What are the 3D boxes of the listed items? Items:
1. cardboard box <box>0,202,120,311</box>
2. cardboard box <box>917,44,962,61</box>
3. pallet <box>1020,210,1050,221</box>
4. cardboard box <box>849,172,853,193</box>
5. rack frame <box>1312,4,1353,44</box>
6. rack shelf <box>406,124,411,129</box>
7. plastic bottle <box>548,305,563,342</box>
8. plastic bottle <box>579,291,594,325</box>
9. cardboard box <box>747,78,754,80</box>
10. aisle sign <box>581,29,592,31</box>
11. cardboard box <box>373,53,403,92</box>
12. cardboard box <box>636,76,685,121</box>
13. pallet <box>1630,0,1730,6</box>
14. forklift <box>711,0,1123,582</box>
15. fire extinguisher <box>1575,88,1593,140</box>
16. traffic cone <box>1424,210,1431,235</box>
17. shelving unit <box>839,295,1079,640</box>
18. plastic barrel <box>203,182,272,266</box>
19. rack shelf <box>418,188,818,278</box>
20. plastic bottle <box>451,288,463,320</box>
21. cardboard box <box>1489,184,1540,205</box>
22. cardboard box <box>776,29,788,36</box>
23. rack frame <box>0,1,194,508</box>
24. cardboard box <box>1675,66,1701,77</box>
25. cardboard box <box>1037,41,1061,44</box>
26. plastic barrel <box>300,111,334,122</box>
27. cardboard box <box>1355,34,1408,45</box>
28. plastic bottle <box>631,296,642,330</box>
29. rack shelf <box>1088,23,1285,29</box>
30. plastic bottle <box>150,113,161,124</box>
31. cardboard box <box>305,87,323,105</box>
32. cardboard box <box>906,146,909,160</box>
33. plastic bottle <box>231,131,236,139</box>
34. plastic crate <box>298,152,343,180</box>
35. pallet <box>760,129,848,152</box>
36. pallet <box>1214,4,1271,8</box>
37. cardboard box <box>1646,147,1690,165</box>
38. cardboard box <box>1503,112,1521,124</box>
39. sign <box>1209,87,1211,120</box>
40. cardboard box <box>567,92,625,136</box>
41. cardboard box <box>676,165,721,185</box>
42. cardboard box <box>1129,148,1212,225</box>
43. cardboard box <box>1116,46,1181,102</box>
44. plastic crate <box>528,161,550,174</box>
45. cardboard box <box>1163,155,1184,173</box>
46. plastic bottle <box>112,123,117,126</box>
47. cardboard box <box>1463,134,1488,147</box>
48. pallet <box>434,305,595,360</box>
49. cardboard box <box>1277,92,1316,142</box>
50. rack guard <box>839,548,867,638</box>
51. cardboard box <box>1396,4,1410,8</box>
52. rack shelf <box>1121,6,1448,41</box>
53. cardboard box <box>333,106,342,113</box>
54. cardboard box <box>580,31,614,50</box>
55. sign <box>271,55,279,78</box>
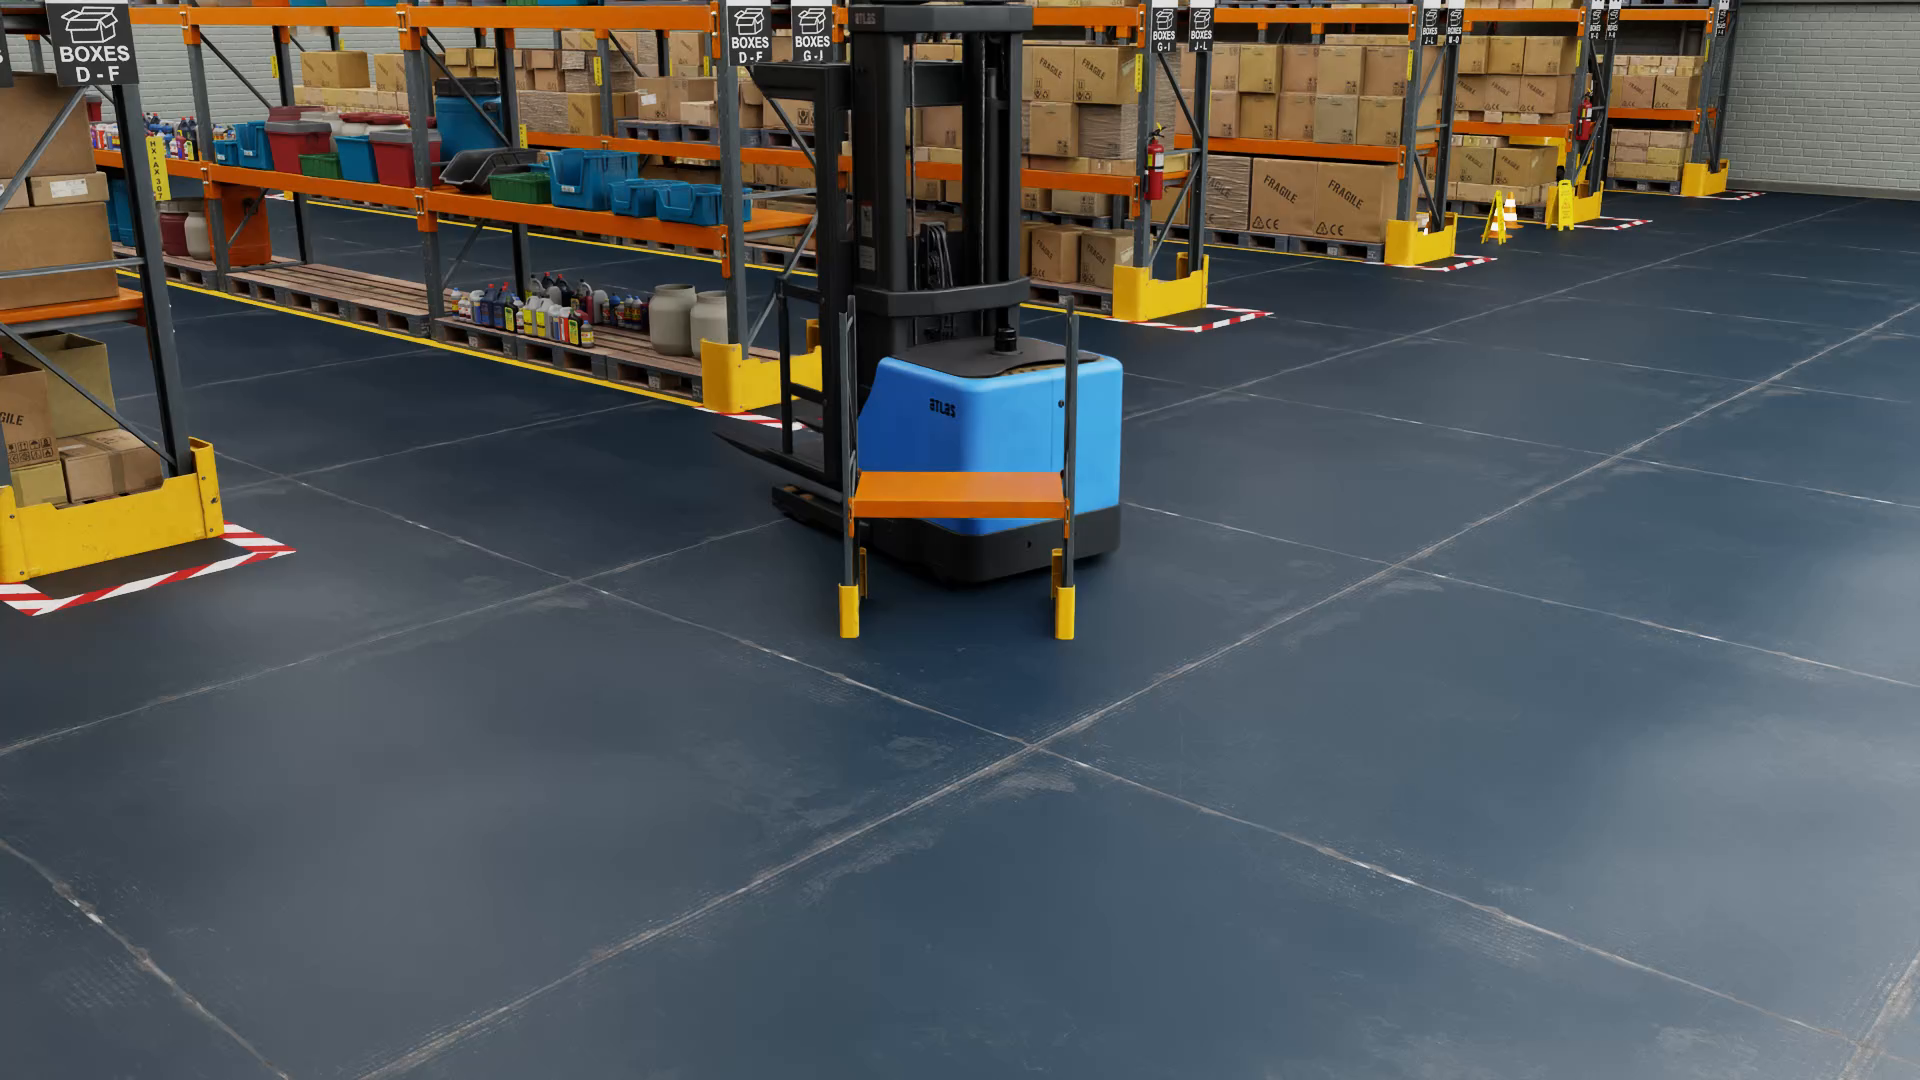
[{"bbox_3d":[-4.931,-1.518,8.770,0.500,0.500,0.700,15,23,39],"label":"cardboard box"},{"bbox_3d":[-0.087,-4.735,16.762,0.500,0.500,0.500,15,23,39],"label":"cardboard box"},{"bbox_3d":[0.821,-4.573,23.171,1.213,0.211,1.003,15,23,39],"label":"pallet"},{"bbox_3d":[-1.293,-5.404,24.618,0.500,0.500,0.500,15,23,39],"label":"cardboard box"},{"bbox_3d":[5.575,-6.659,25.136,0.127,3.000,1.000,15,23,39],"label":"rack frame"},{"bbox_3d":[-8.483,-6.082,24.506,4.000,0.370,1.077,15,23,39],"label":"rack shelf"},{"bbox_3d":[-3.238,-1.759,13.471,0.135,0.276,0.152,14,22,38],"label":"plastic bottle"},{"bbox_3d":[-3.184,-1.986,14.175,0.133,0.283,0.061,15,23,39],"label":"plastic bottle"},{"bbox_3d":[-3.046,-7.009,25.467,0.250,0.149,0.380,14,22,37],"label":"cardboard box"},{"bbox_3d":[-6.466,-9.250,29.002,0.004,0.787,0.394,15,23,39],"label":"aisle sign"},{"bbox_3d":[-7.880,-6.584,23.417,0.500,0.500,0.500,15,23,40],"label":"cardboard box"},{"bbox_3d":[-3.565,-5.369,20.210,0.500,0.500,0.500,12,21,33],"label":"cardboard box"},{"bbox_3d":[11.347,-8.515,26.171,1.213,0.211,1.003,15,23,39],"label":"pallet"},{"bbox_3d":[-0.424,-1.570,9.215,1.130,2.935,3.031,-12,21,-34],"label":"forklift"},{"bbox_3d":[8.346,-5.692,22.216,0.183,0.674,0.296,15,23,39],"label":"fire extinguisher"},{"bbox_3d":[5.902,-3.935,20.744,0.334,0.463,0.336,15,23,39],"label":"traffic cone"},{"bbox_3d":[-0.010,-0.347,7.727,1.083,1.500,0.587,0,18,1],"label":"shelving unit"},{"bbox_3d":[-7.660,-3.360,17.633,0.708,0.830,0.600,15,23,39],"label":"plastic barrel"},{"bbox_3d":[-2.795,-2.552,13.383,4.000,0.370,1.077,15,23,39],"label":"rack shelf"},{"bbox_3d":[-4.344,-2.043,14.372,0.097,0.271,0.097,0,18,0],"label":"plastic bottle"},{"bbox_3d":[7.765,-4.852,23.292,0.500,0.250,0.500,15,23,39],"label":"cardboard box"},{"bbox_3d":[-3.319,-9.768,32.041,0.250,0.149,0.380,16,23,40],"label":"cardboard box"},{"bbox_3d":[-4.590,-1.373,8.480,0.127,3.000,1.000,15,23,39],"label":"rack frame"},{"bbox_3d":[11.413,-7.343,26.052,0.250,0.149,0.380,15,23,40],"label":"cardboard box"},{"bbox_3d":[1.633,-8.132,27.959,0.500,0.500,0.500,16,23,40],"label":"cardboard box"},{"bbox_3d":[-6.372,-3.995,16.555,0.421,0.512,0.421,0,18,0],"label":"plastic barrel"},{"bbox_3d":[6.127,-7.080,24.153,0.500,0.500,0.700,15,23,40],"label":"cardboard box"},{"bbox_3d":[-2.705,-1.906,13.941,0.097,0.271,0.097,0,18,0],"label":"plastic bottle"},{"bbox_3d":[4.379,-10.074,32.128,4.000,0.370,1.077,15,23,39],"label":"rack shelf"},{"bbox_3d":[-9.232,-4.732,19.143,0.185,0.351,0.144,15,23,39],"label":"plastic bottle"},{"bbox_3d":[-9.406,-6.636,24.820,0.500,0.250,0.500,15,23,39],"label":"cardboard box"},{"bbox_3d":[-0.465,-4.041,17.301,0.250,0.149,0.380,15,23,39],"label":"cardboard box"},{"bbox_3d":[-7.738,-4.293,17.886,0.135,0.276,0.152,15,23,39],"label":"plastic bottle"},{"bbox_3d":[-5.781,-3.481,15.472,0.662,0.188,0.450,15,23,39],"label":"plastic crate"},{"bbox_3d":[-1.478,-4.512,18.687,1.213,0.211,1.003,15,23,39],"label":"pallet"},{"bbox_3d":[4.406,-8.355,25.831,1.003,0.211,1.213,15,23,39],"label":"pallet"},{"bbox_3d":[11.287,-6.135,26.508,0.500,0.250,0.500,15,23,39],"label":"cardboard box"},{"bbox_3d":[7.704,-5.845,22.986,0.250,0.149,0.380,15,23,38],"label":"cardboard box"},{"bbox_3d":[2.348,-4.149,15.796,0.005,0.325,0.100,15,23,39],"label":"sign"},{"bbox_3d":[-4.529,-5.311,20.722,0.500,0.500,0.500,16,24,41],"label":"cardboard box"},{"bbox_3d":[-3.071,-4.364,20.069,0.500,0.250,0.500,-15,23,-40],"label":"cardboard box"},{"bbox_3d":[2.788,-4.564,21.353,0.875,0.875,0.875,15,23,40],"label":"cardboard box"},{"bbox_3d":[1.758,-4.452,15.871,0.500,0.500,0.500,15,23,39],"label":"cardboard box"},{"bbox_3d":[-3.283,-3.065,14.056,0.616,0.251,0.499,15,23,39],"label":"plastic crate"},{"bbox_3d":[1.933,-3.605,15.928,0.250,0.149,0.380,15,23,39],"label":"cardboard box"},{"bbox_3d":[-9.388,-4.513,18.578,0.135,0.276,0.152,15,23,39],"label":"plastic bottle"},{"bbox_3d":[7.289,-5.624,23.412,0.250,0.149,0.380,16,23,40],"label":"cardboard box"},{"bbox_3d":[-3.816,-1.823,14.507,1.213,0.211,1.003,15,23,39],"label":"pallet"},{"bbox_3d":[4.287,-5.098,19.968,0.550,0.550,0.875,15,23,39],"label":"cardboard box"},{"bbox_3d":[-0.508,0.246,7.925,0.087,0.250,0.587,0,18,1],"label":"rack guard"},{"bbox_3d":[6.416,-7.646,23.701,0.250,0.149,0.380,14,22,38],"label":"cardboard box"},{"bbox_3d":[3.860,-6.204,19.933,4.000,0.370,1.077,15,23,39],"label":"rack shelf"},{"bbox_3d":[-8.969,-6.303,24.429,0.250,0.149,0.380,15,23,39],"label":"cardboard box"},{"bbox_3d":[-6.070,-8.344,28.135,0.500,0.500,0.500,16,24,41],"label":"cardboard box"},{"bbox_3d":[-10.352,-7.152,25.128,0.005,0.325,0.100,15,23,39],"label":"sign"}]
